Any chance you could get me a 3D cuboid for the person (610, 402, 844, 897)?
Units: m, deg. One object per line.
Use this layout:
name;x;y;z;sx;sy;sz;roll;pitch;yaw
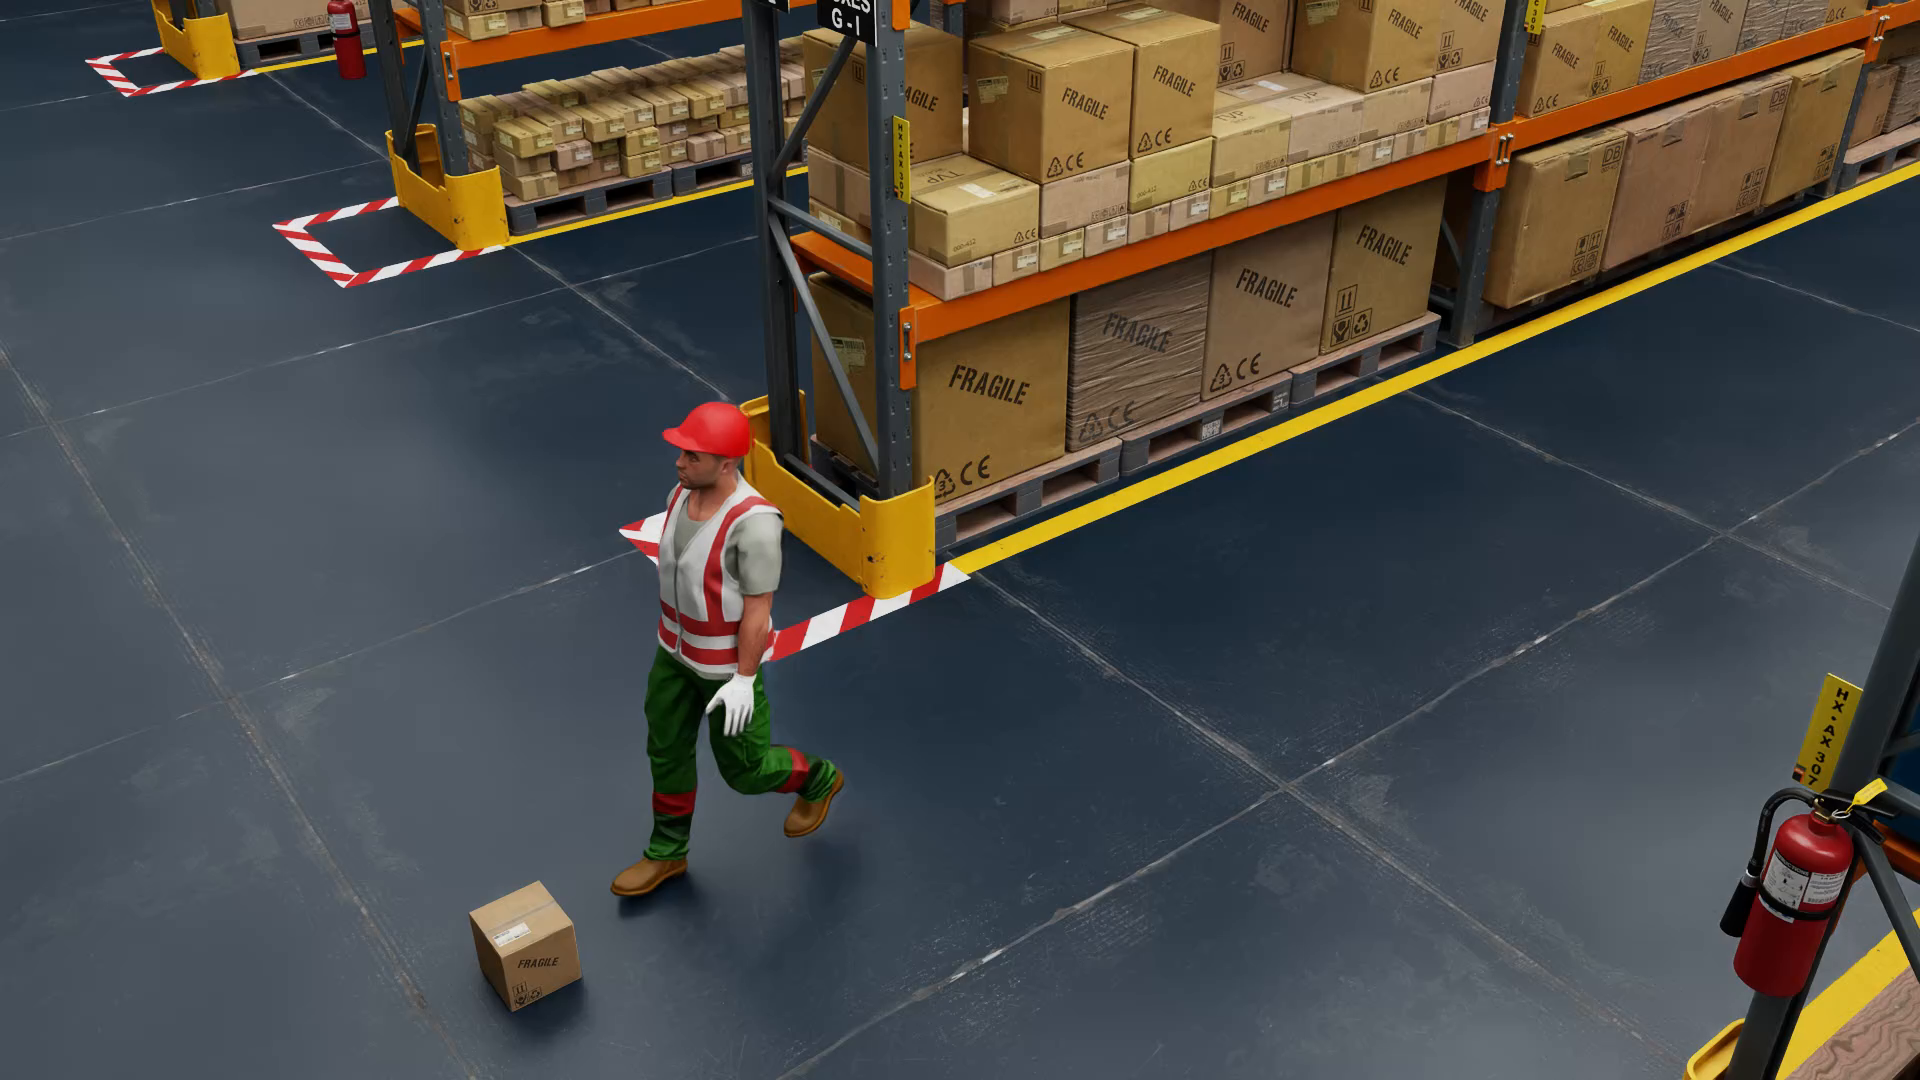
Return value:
person;-0.823;0.383;5.484;0.545;1.767;0.850;26;40;35
